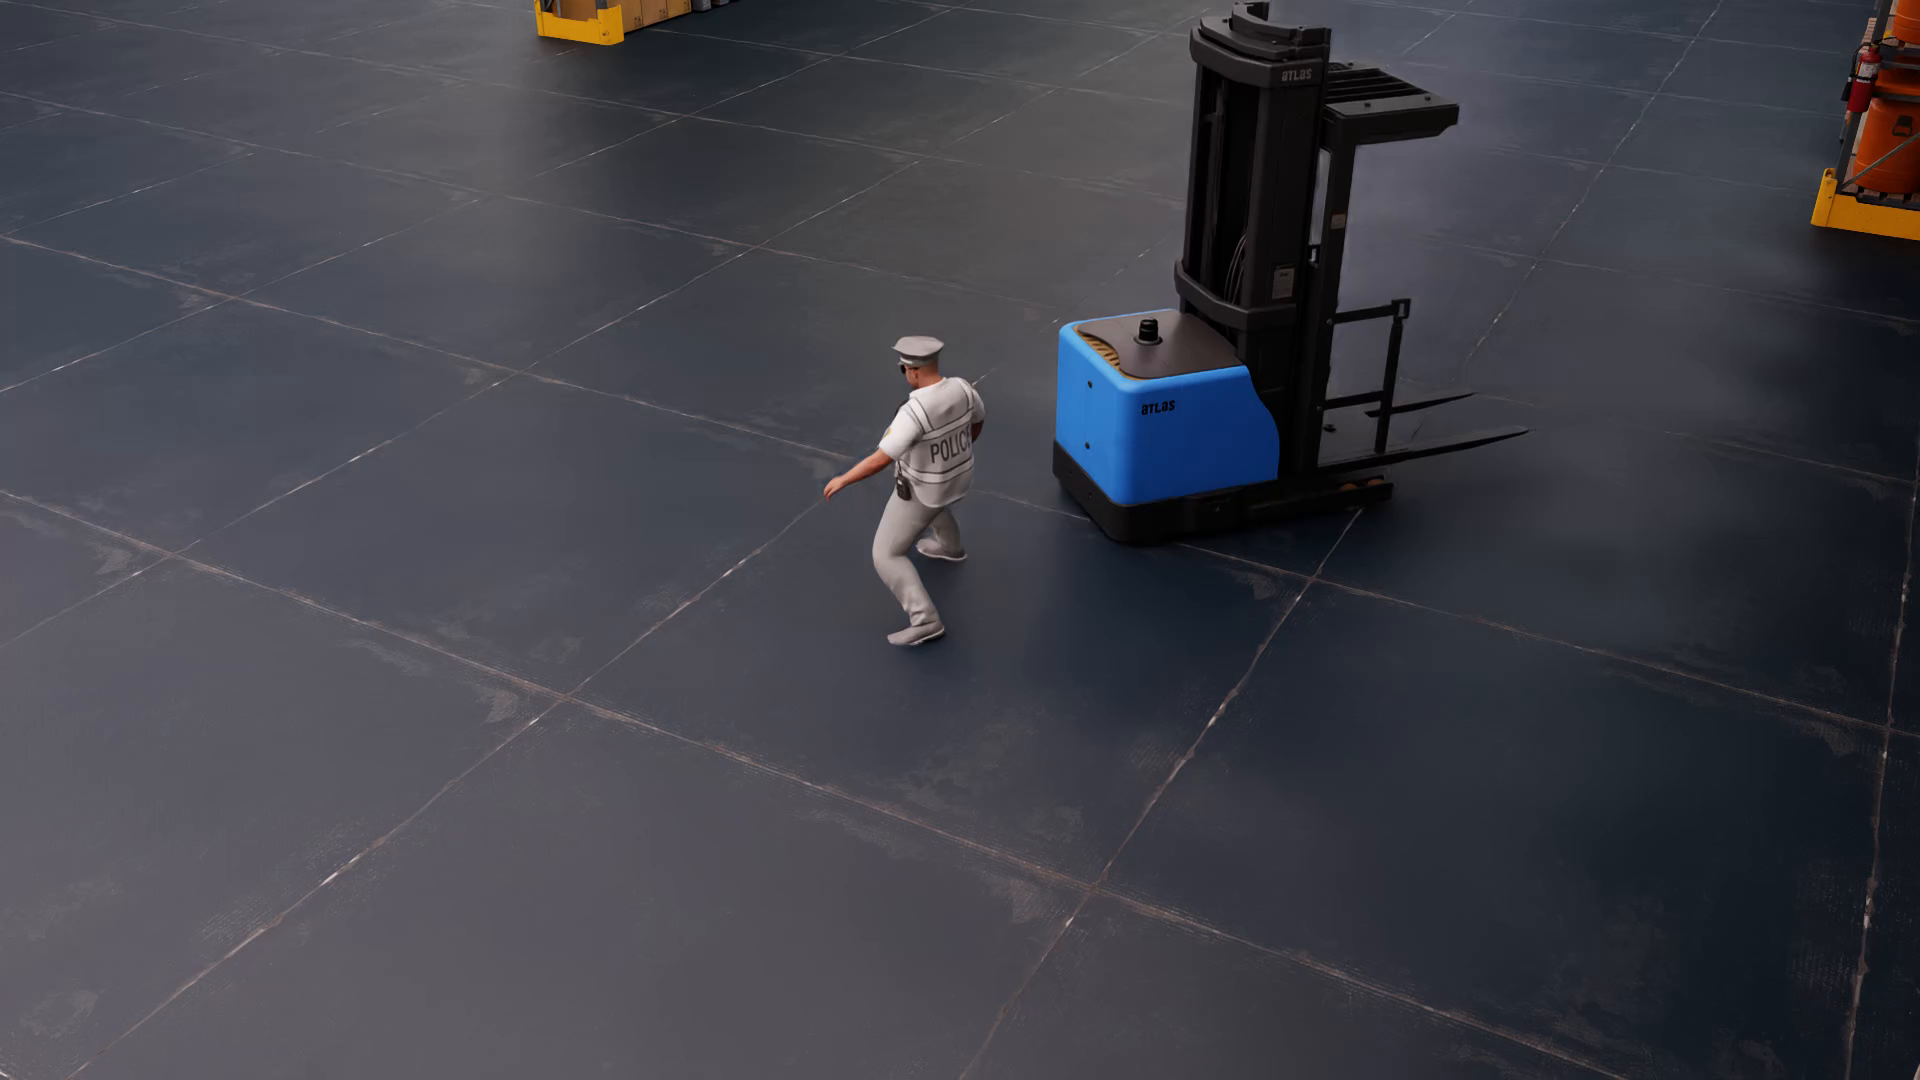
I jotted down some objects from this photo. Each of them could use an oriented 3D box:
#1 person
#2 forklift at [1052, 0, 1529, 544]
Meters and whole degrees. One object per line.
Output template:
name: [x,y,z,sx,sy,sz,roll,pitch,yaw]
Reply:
person: [-0.223,-0.332,9.016,0.721,1.628,0.971,26,39,37]
forklift: [2.163,-1.688,9.995,3.031,2.935,1.130,-10,32,-17]
